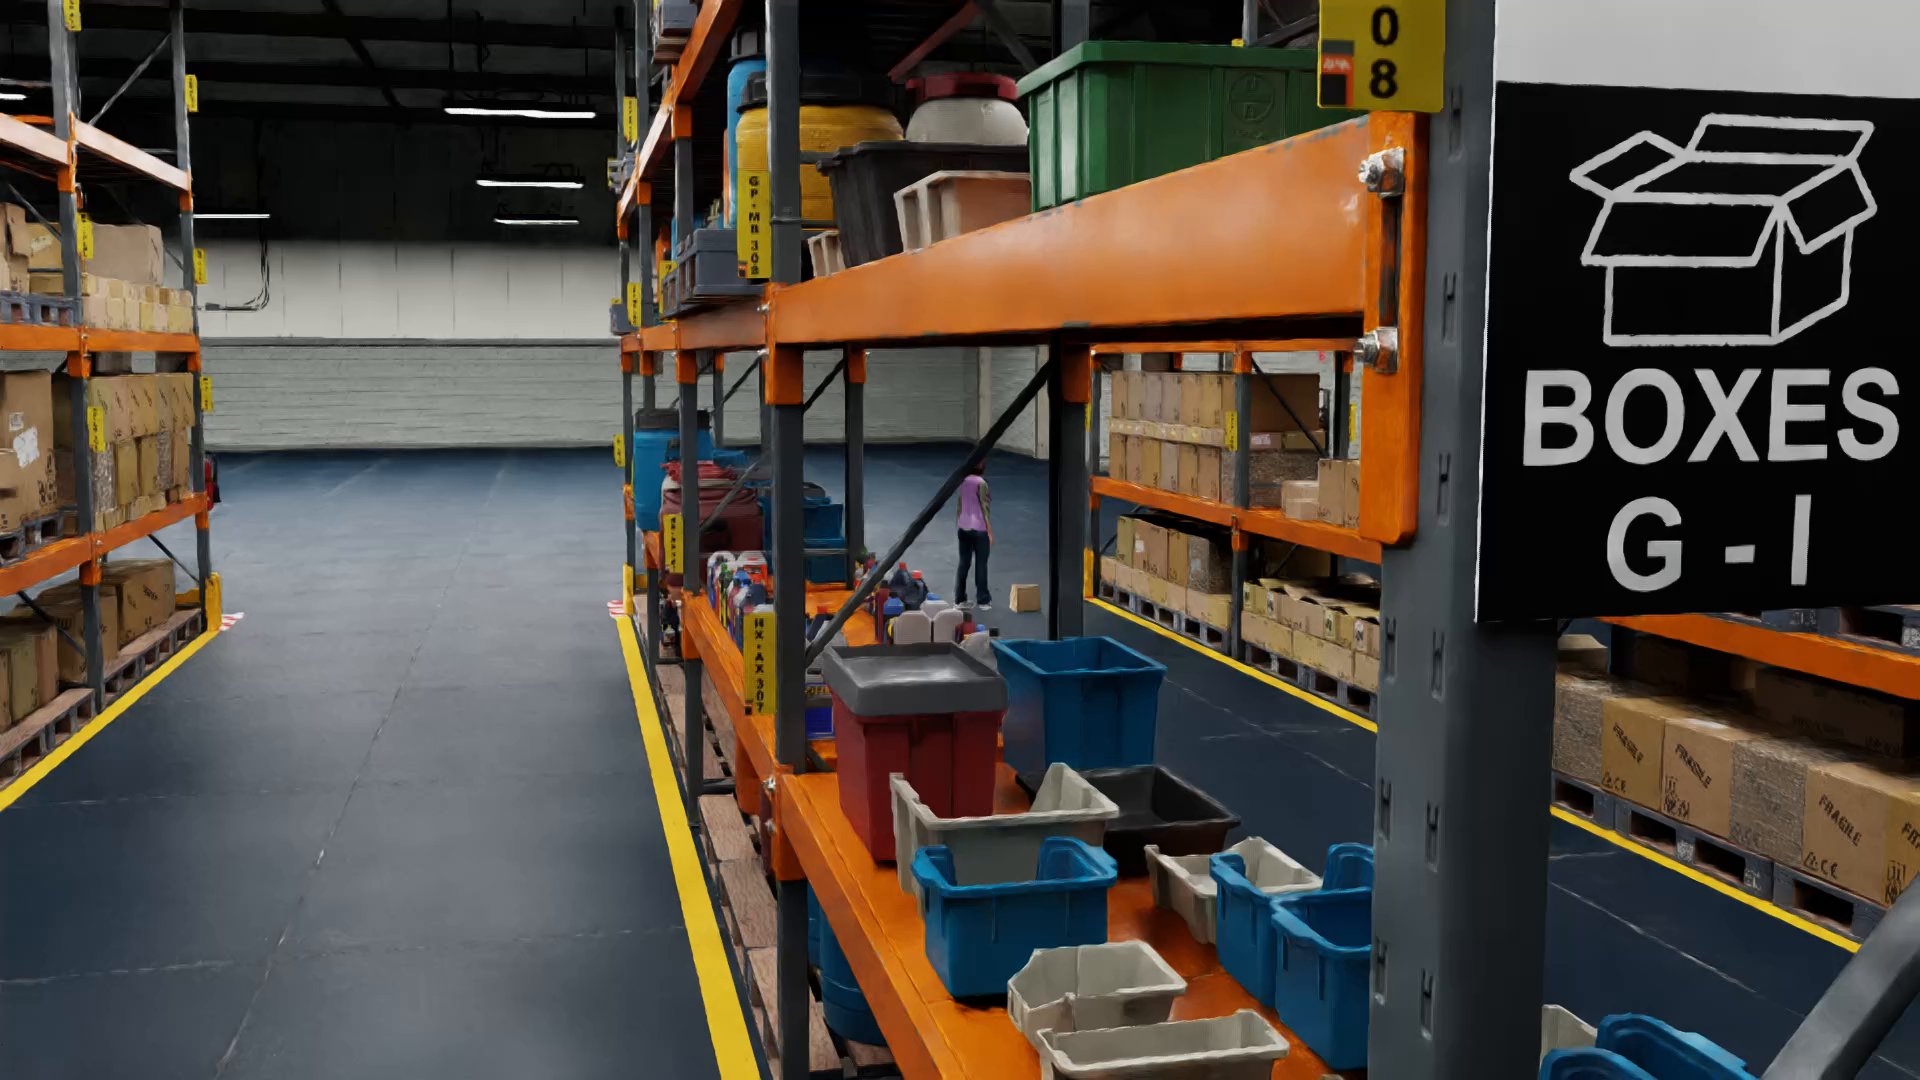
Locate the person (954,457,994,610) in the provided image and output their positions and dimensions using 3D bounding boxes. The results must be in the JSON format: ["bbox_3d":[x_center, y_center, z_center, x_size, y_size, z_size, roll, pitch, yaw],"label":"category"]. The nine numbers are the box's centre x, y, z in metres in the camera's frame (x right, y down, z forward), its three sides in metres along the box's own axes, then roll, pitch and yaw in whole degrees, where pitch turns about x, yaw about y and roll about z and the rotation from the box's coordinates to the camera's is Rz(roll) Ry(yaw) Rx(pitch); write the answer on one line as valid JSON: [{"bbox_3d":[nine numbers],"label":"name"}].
[{"bbox_3d":[0.155,-0.085,16.950,0.365,1.600,0.469,-6,8,-41],"label":"person"}]
